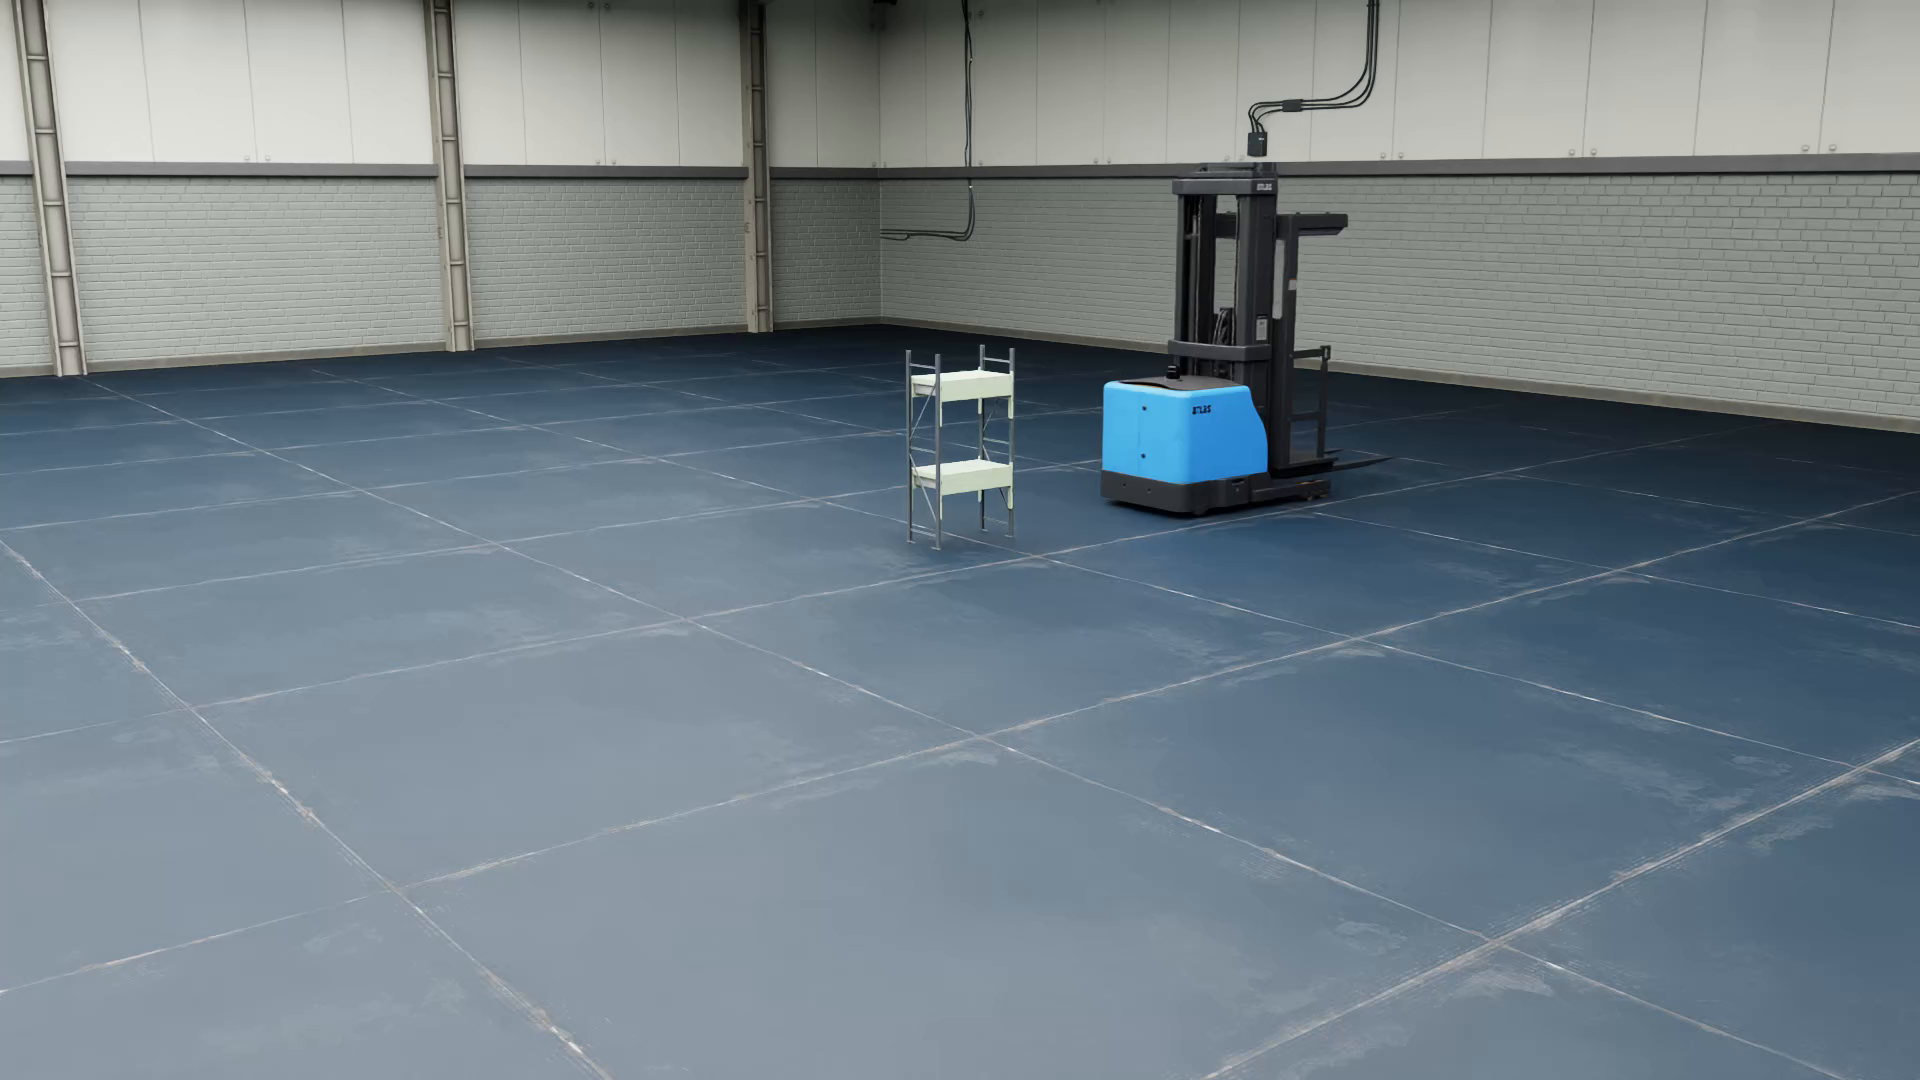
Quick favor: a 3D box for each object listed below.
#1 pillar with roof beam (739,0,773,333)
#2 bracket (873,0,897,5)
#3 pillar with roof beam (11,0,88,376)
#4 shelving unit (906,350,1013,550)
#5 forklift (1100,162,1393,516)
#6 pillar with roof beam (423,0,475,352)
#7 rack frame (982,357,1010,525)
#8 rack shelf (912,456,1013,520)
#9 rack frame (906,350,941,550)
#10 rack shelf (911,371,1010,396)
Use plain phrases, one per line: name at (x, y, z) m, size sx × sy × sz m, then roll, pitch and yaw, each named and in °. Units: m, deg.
pillar with roof beam at (-1.158, -7.721, 27.825) m, size 0.400 × 9.000 × 9.100 m, roll -9°, pitch 15°, yaw -38°
bracket at (-1.451, -10.484, 32.170) m, size 0.430 × 0.232 × 0.235 m, roll -9°, pitch 15°, yaw -38°
pillar with roof beam at (-10.529, -6.164, 20.492) m, size 0.400 × 9.000 × 9.100 m, roll -9°, pitch 15°, yaw -38°
shelving unit at (0.003, -0.734, 12.975) m, size 0.748 × 1.500 × 0.431 m, roll -9°, pitch 15°, yaw -38°
forklift at (2.708, -1.863, 14.844) m, size 3.031 × 2.935 × 1.130 m, roll -9°, pitch 15°, yaw -37°
pillar with roof beam at (-5.844, -6.942, 24.159) m, size 0.400 × 9.000 × 9.100 m, roll -9°, pitch 15°, yaw -38°
rack frame at (0.290, -0.782, 13.202) m, size 0.010 × 1.308 × 0.380 m, roll -9°, pitch 15°, yaw -38°
rack shelf at (0.005, -0.416, 13.045) m, size 0.720 × 0.370 × 0.431 m, roll -9°, pitch 15°, yaw -38°
rack frame at (-0.281, -0.687, 12.753) m, size 0.023 × 1.500 × 0.400 m, roll -9°, pitch 15°, yaw -38°
rack shelf at (0.005, -1.212, 12.876) m, size 0.686 × 0.124 × 0.368 m, roll -9°, pitch 15°, yaw -38°
